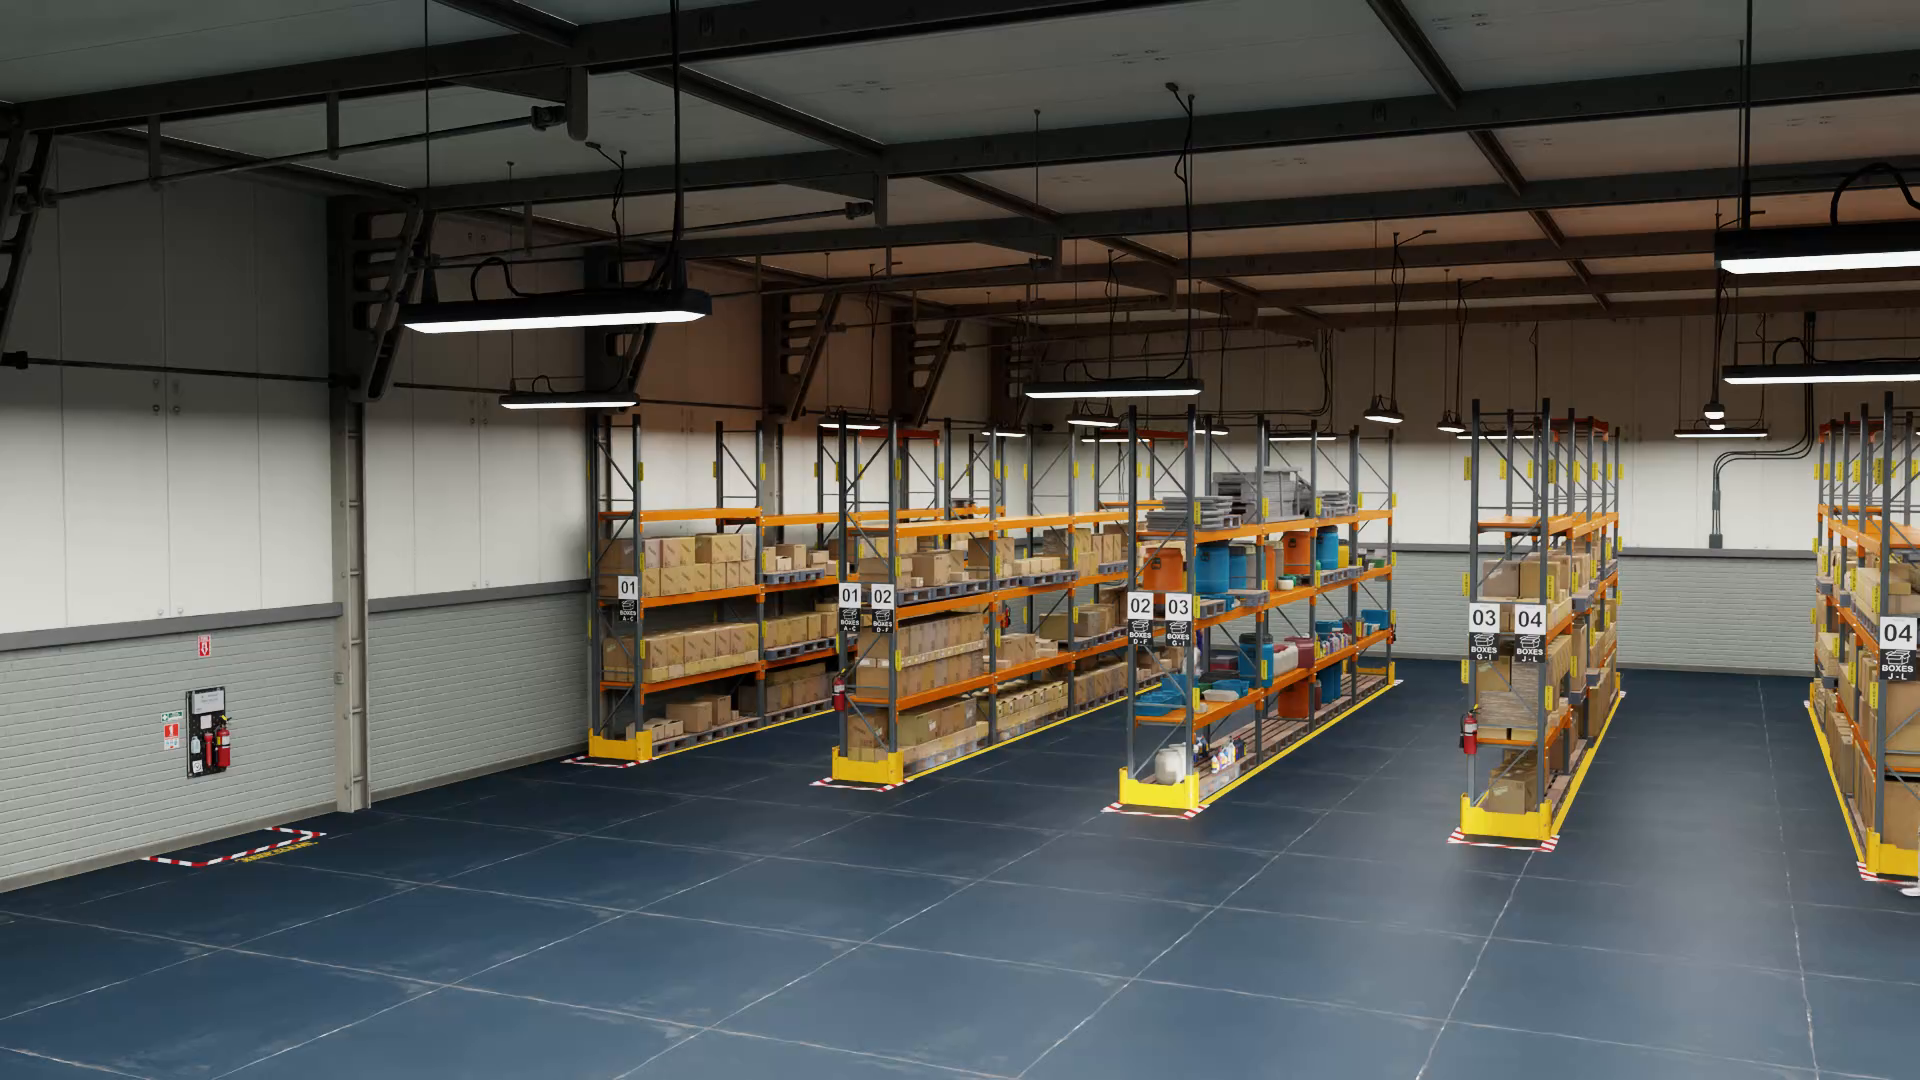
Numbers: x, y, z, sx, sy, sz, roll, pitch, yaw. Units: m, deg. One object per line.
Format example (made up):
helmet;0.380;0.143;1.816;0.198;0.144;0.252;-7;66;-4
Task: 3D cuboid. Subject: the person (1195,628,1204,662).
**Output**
person;6.308;2.403;43.996;0.546;1.625;0.538;1;2;20

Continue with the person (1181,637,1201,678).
person;4.559;2.776;32.891;0.434;1.749;0.583;0;2;3

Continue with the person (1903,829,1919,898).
person;11.518;3.314;19.384;0.781;1.766;0.549;0;2;-9
